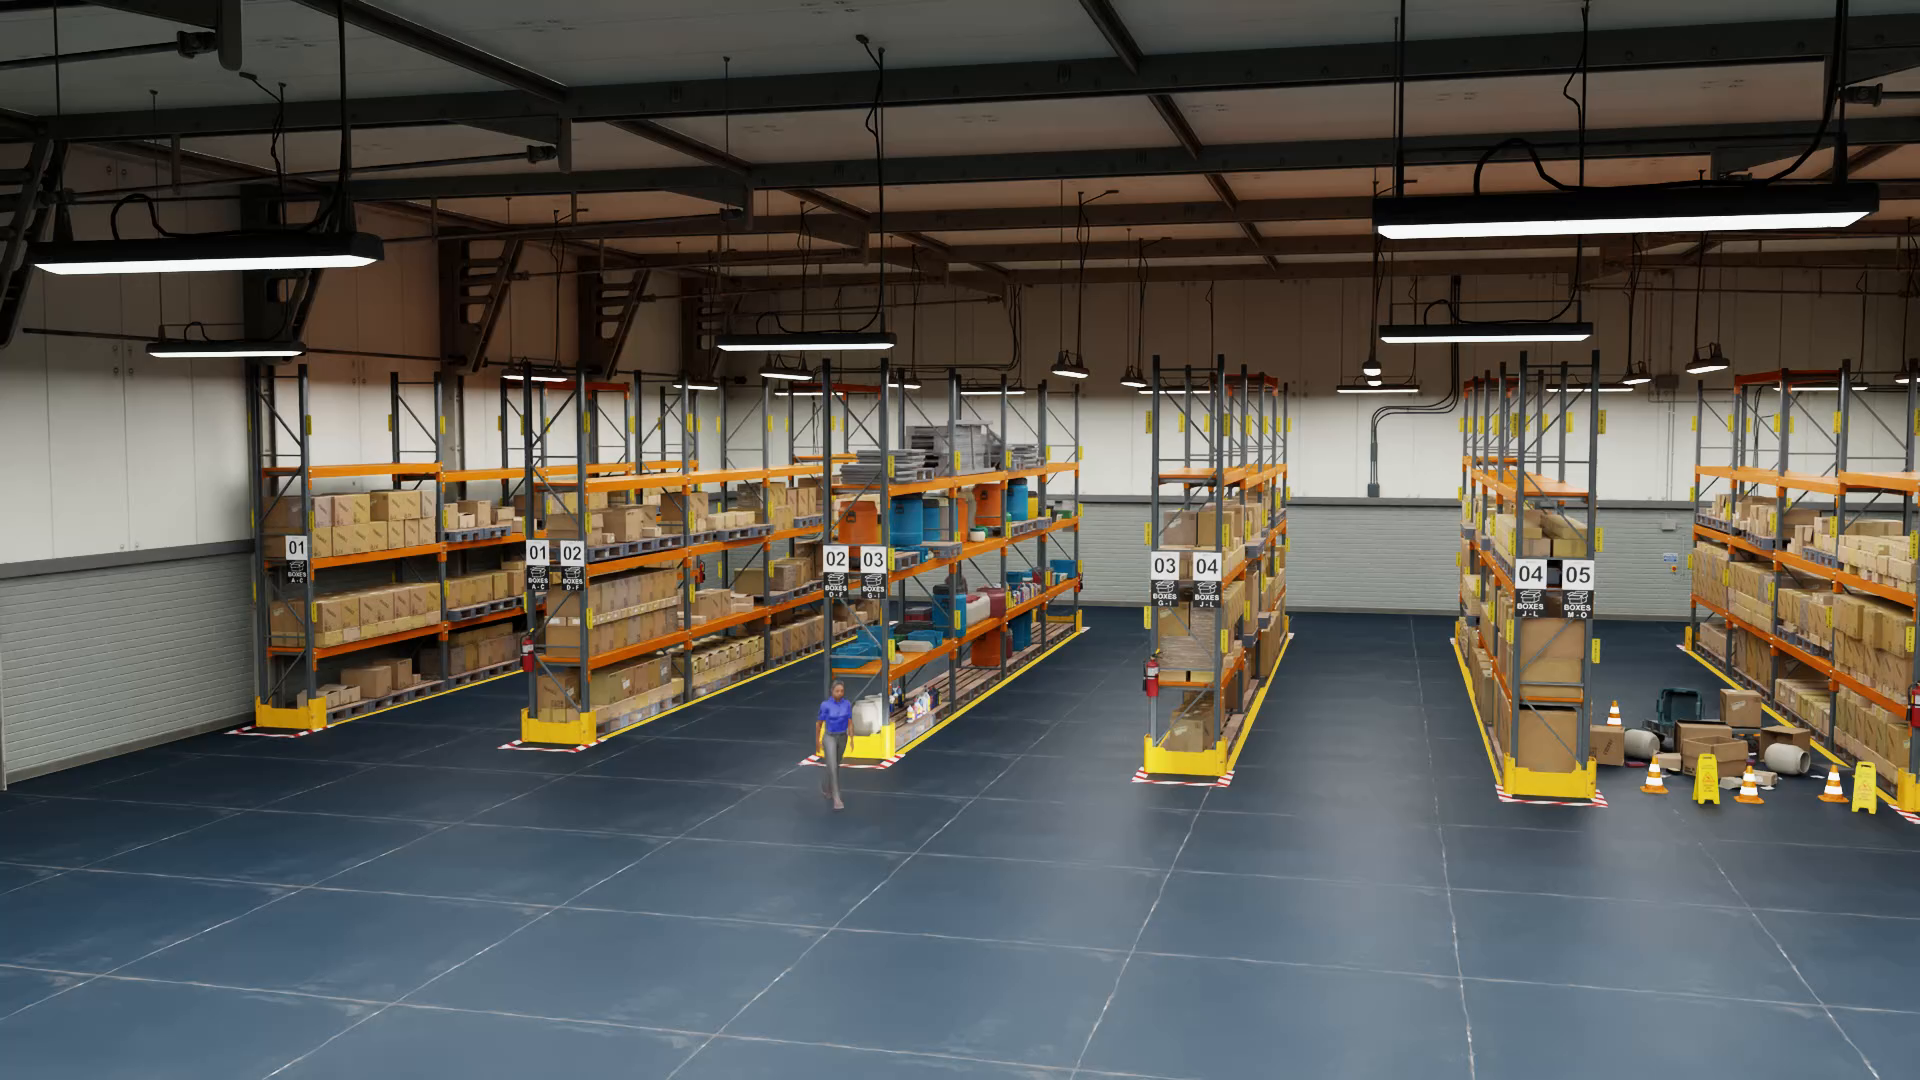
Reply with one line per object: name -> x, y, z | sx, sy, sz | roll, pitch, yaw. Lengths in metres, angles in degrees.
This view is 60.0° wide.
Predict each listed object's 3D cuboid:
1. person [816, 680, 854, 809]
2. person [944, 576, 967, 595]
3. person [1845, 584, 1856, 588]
person -> -1.645, 2.657, 21.966 | 0.499, 1.612, 0.907 | -3, 5, -37
person -> -0.149, 1.445, 38.726 | 0.662, 1.711, 1.129 | 1, 4, 17
person -> 20.759, 1.470, 38.568 | 0.944, 1.742, 0.540 | 1, 4, 8
